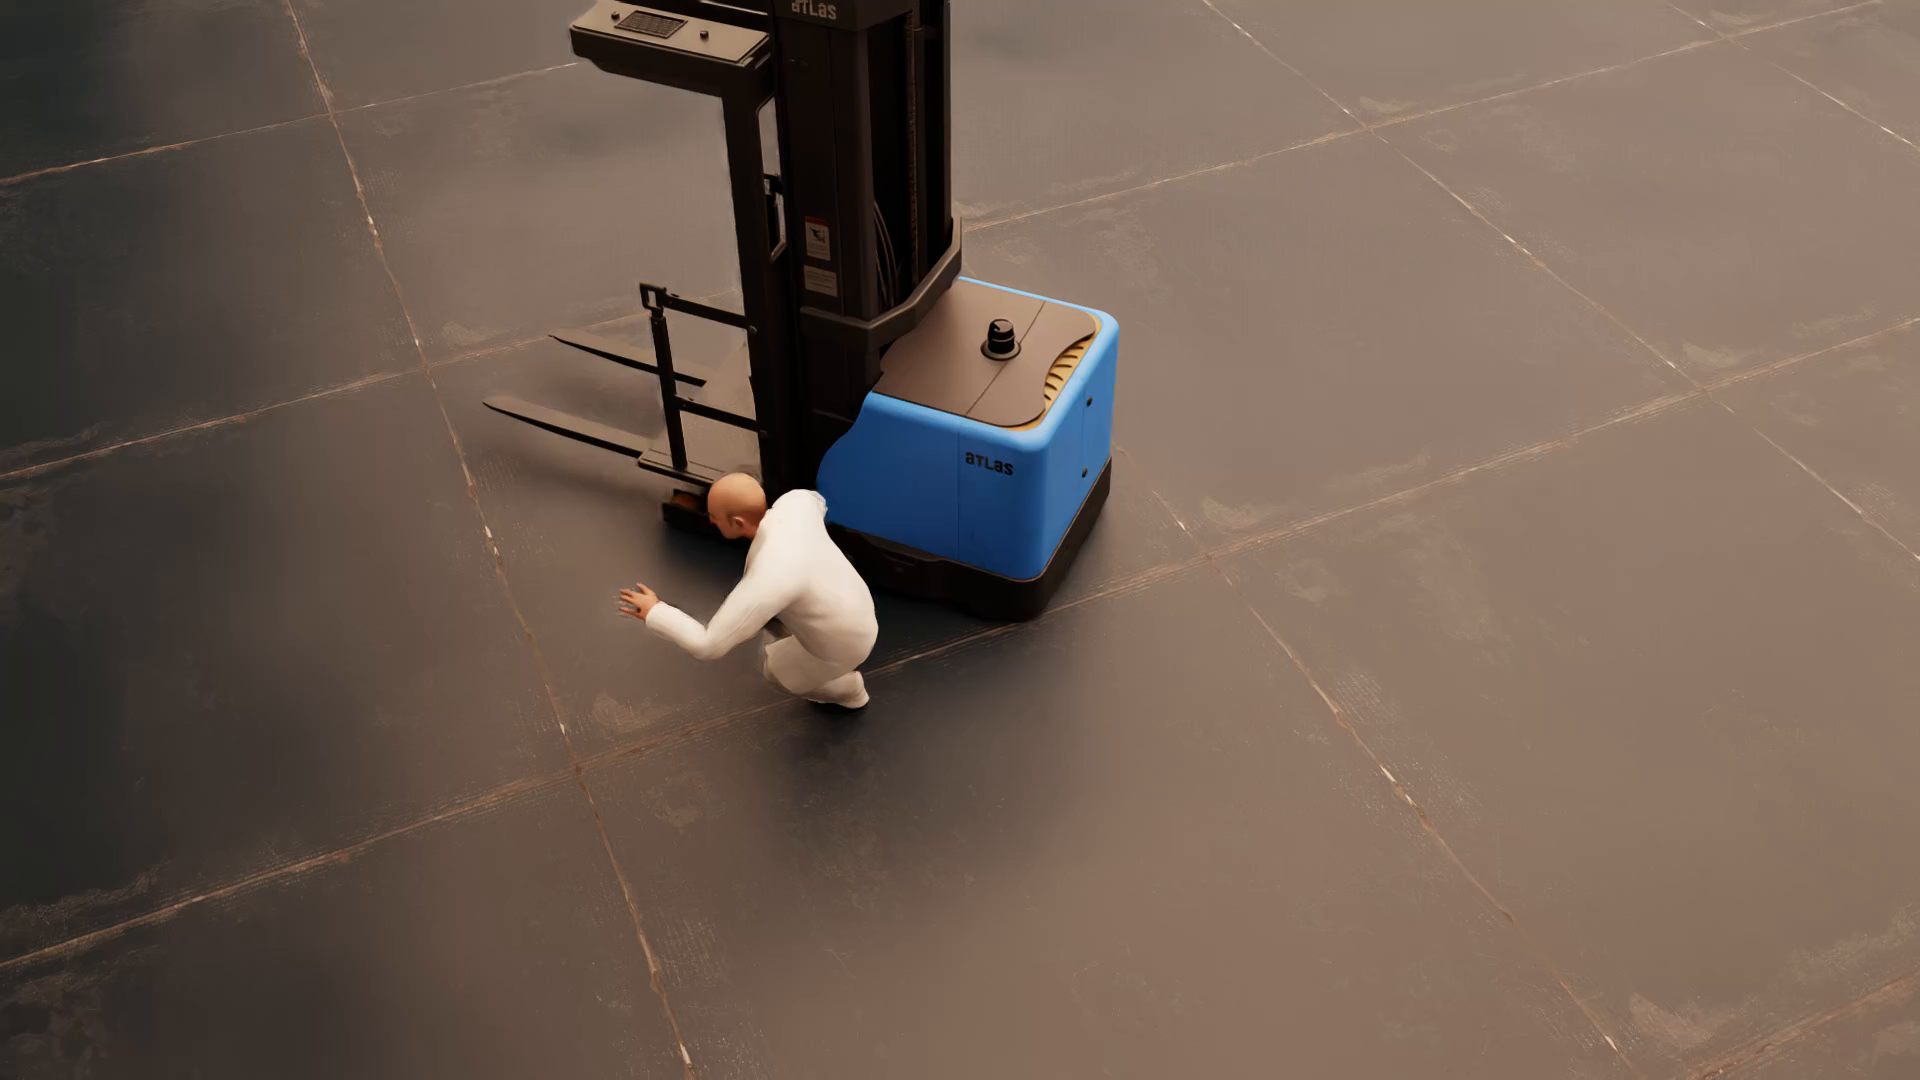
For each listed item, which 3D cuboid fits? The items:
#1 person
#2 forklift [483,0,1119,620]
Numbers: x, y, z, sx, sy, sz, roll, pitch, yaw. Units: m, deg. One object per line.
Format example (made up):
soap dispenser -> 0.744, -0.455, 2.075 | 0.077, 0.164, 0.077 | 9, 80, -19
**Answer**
person -> -0.786, 0.245, 6.464 | 0.938, 1.533, 1.124 | -1, 43, -1
forklift -> -0.847, -1.384, 7.164 | 3.031, 2.935, 1.130 | 17, 46, 17
